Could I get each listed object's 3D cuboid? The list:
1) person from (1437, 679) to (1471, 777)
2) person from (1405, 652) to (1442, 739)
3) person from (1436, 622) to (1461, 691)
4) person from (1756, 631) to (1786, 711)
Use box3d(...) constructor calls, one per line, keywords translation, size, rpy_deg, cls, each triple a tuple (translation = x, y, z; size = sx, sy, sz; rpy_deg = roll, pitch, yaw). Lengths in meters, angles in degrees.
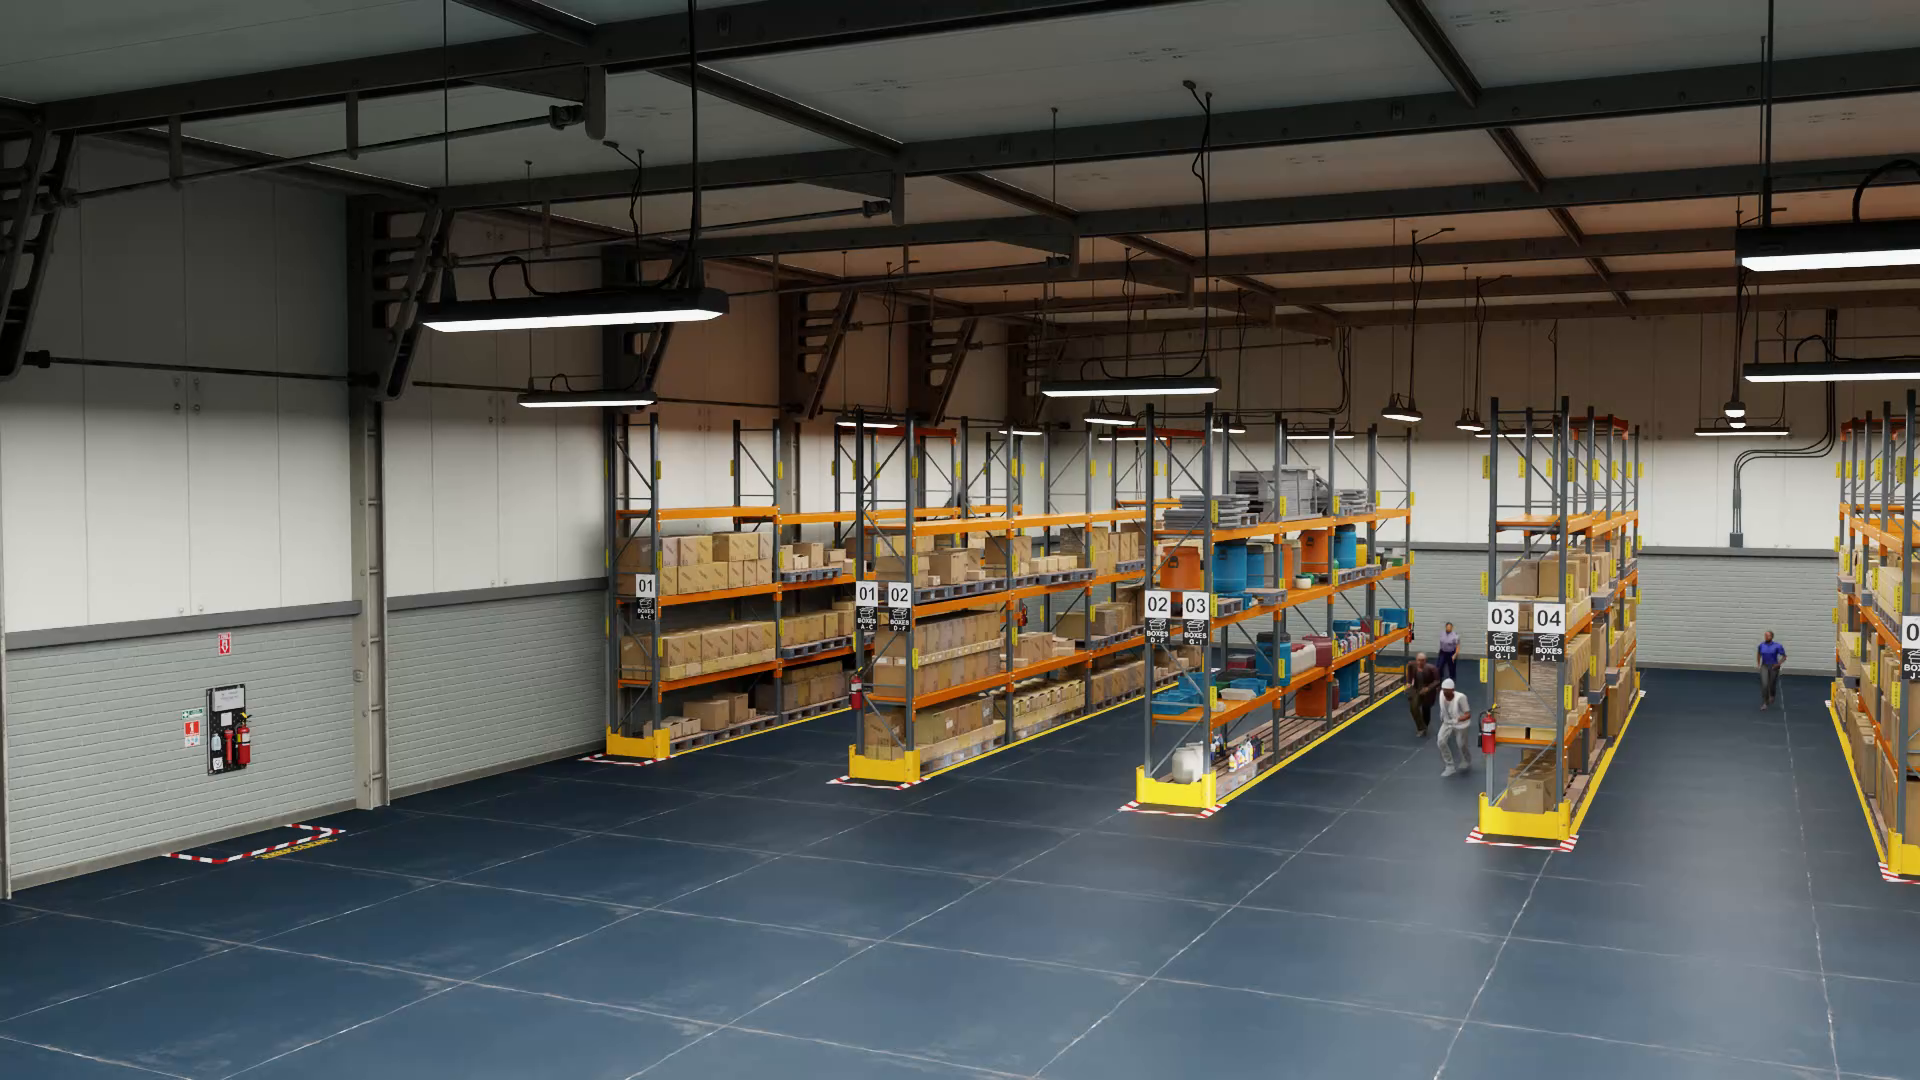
box3d(translation=(8.122, 3.029, 27.184), size=(0.702, 1.604, 1.101), rpy_deg=(2, 3, 43), cls="person")
box3d(translation=(8.774, 2.855, 31.329), size=(0.708, 1.564, 1.118), rpy_deg=(1, 3, 28), cls="person")
box3d(translation=(11.112, 2.645, 37.755), size=(0.578, 1.623, 0.783), rpy_deg=(2, 3, 34), cls="person")
box3d(translation=(16.979, 2.723, 34.812), size=(0.590, 1.660, 0.759), rpy_deg=(2, 3, 36), cls="person")
